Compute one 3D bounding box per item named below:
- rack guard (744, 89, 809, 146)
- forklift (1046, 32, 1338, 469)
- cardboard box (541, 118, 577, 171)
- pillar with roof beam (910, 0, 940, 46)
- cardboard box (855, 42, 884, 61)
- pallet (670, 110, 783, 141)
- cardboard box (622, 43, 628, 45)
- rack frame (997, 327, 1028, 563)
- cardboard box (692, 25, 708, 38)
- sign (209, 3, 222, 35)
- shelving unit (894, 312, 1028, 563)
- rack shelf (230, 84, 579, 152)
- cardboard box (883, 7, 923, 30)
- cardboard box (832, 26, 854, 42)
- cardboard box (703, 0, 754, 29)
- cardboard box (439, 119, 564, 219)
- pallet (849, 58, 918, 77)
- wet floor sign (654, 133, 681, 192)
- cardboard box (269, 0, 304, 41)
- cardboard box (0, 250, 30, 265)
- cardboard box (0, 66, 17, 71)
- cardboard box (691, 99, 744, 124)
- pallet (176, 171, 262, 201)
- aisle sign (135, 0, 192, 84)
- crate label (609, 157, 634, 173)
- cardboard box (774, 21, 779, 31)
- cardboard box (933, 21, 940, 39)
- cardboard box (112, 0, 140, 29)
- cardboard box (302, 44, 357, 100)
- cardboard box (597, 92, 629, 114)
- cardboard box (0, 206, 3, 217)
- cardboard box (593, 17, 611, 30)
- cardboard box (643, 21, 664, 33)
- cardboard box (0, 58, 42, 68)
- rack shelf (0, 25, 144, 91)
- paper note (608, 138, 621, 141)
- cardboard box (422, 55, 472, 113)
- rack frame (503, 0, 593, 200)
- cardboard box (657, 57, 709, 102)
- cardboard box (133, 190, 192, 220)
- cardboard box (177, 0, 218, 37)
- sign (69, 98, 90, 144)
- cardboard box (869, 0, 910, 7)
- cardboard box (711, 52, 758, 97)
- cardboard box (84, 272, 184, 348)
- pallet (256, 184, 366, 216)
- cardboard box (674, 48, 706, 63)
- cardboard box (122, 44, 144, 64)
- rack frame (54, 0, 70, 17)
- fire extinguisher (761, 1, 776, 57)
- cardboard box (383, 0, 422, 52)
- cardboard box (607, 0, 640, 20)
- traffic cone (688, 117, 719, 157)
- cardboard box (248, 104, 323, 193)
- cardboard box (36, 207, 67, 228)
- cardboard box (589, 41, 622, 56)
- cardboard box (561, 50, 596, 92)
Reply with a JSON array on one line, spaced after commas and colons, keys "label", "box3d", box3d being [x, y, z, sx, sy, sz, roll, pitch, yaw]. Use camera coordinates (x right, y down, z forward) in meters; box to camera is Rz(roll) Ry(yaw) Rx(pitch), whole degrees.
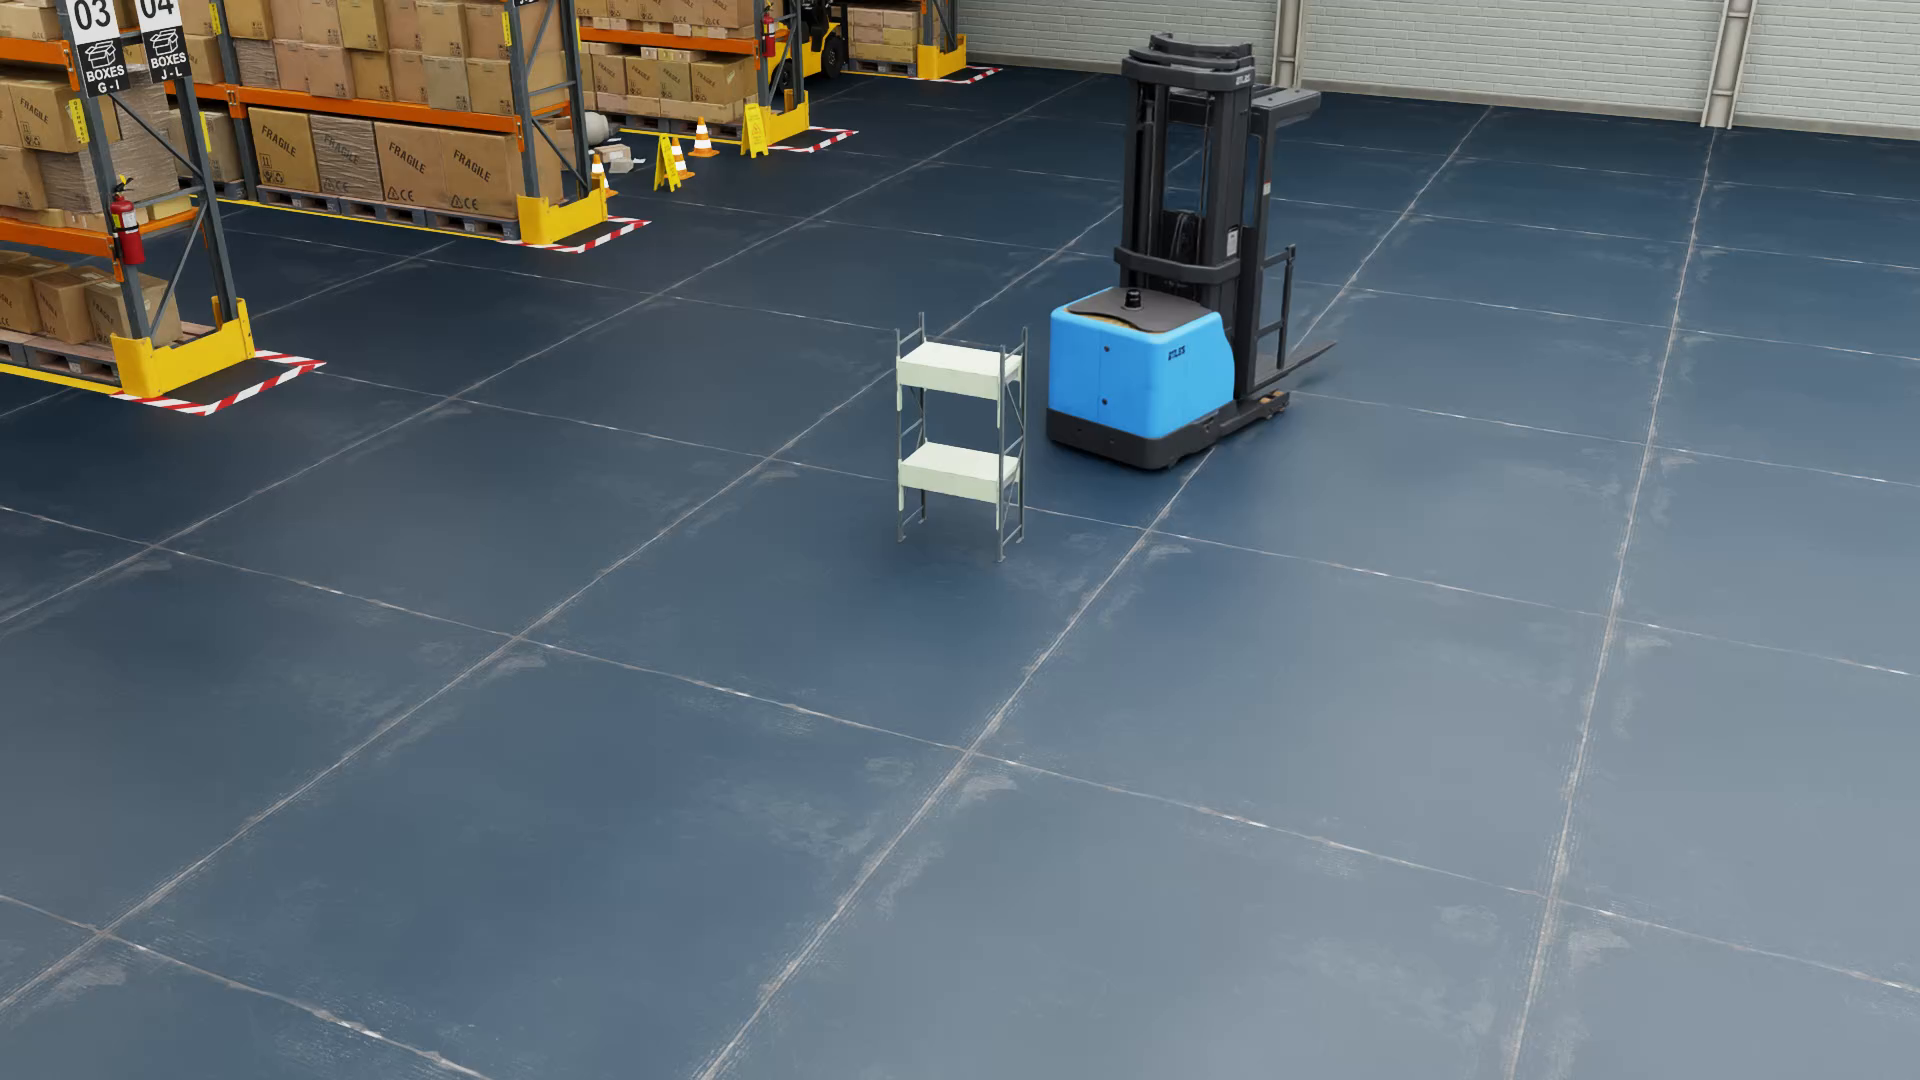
[{"label": "rack guard", "box3d": [-2.425, -5.624, 22.107, 0.348, 0.500, 1.175, 11, 28, 22]}, {"label": "forklift", "box3d": [1.993, -2.405, 12.817, 1.130, 2.935, 3.031, 21, 33, 36]}, {"label": "cardboard box", "box3d": [-5.003, -4.915, 20.663, 0.637, 0.503, 0.797, -7, 27, -14]}, {"label": "pillar with roof beam", "box3d": [-2.348, -10.178, 21.735, 0.400, 9.000, 9.100, 11, 28, 22]}, {"label": "cardboard box", "box3d": [-1.312, -7.736, 26.205, 0.500, 0.250, 0.500, 11, 28, 22]}, {"label": "pallet", "box3d": [-3.150, -5.657, 22.501, 1.213, 0.211, 1.003, 11, 28, 22]}, {"label": "cardboard box", "box3d": [-4.884, -6.662, 23.173, 0.500, 0.500, 0.500, 12, 29, 23]}, {"label": "rack frame", "box3d": [0.339, -0.605, 10.780, 0.023, 1.500, 0.400, 11, 28, 22]}, {"label": "cardboard box", "box3d": [-3.286, -6.658, 21.662, 0.250, 0.149, 0.380, 11, 28, 21]}, {"label": "sign", "box3d": [-8.170, -5.718, 18.247, 0.005, 0.325, 0.100, 11, 28, 22]}, {"label": "shelving unit", "box3d": [0.006, -0.672, 10.916, 0.755, 1.500, 0.431, 11, 28, 22]}, {"label": "rack shelf", "box3d": [-6.134, -4.766, 18.348, 4.000, 0.370, 1.077, 11, 28, 22]}, {"label": "cardboard box", "box3d": [-0.853, -8.090, 25.792, 0.500, 0.250, 0.500, 12, 29, 24]}, {"label": "cardboard box", "box3d": [-1.808, -8.052, 26.281, 0.500, 0.250, 0.500, 11, 28, 21]}, {"label": "cardboard box", "box3d": [-2.964, -6.898, 21.415, 0.500, 0.500, 0.500, 11, 28, 21]}, {"label": "cardboard box", "box3d": [-4.958, -4.055, 18.021, 0.875, 0.875, 0.875, 12, 28, 22]}, {"label": "pallet", "box3d": [-1.018, -7.600, 26.447, 1.213, 0.211, 1.003, 11, 28, 22]}, {"label": "wet floor sign", "box3d": [-3.467, -4.457, 19.573, 0.232, 0.644, 0.267, 6, 27, 13]}, {"label": "cardboard box", "box3d": [-7.084, -5.871, 18.386, 0.550, 0.550, 0.875, 11, 28, 22]}, {"label": "cardboard box", "box3d": [-8.630, -2.272, 14.824, 0.500, 0.500, 0.500, 9, 28, 17]}, {"label": "cardboard box", "box3d": [-7.973, -3.556, 13.496, 0.500, 0.500, 0.500, 11, 28, 22]}, {"label": "cardboard box", "box3d": [-3.225, -5.730, 22.131, 0.500, 0.250, 0.500, 11, 28, 22]}, {"label": "pallet", "box3d": [-8.688, -4.314, 19.773, 1.213, 0.211, 1.003, 11, 28, 22]}, {"label": "aisle sign", "box3d": [-6.278, -4.022, 13.081, 0.004, 0.787, 0.394, 11, 28, 22]}, {"label": "crate label", "box3d": [-4.173, -4.617, 20.474, 0.298, 0.136, 0.250, -2, 26, -5]}, {"label": "cardboard box", "box3d": [-2.580, -6.764, 21.877, 0.250, 0.149, 0.380, 11, 28, 22]}, {"label": "cardboard box", "box3d": [-0.647, -8.077, 26.330, 0.500, 0.250, 0.500, 12, 29, 23]}, {"label": "cardboard box", "box3d": [-6.790, -4.217, 13.194, 0.500, 0.250, 0.500, 12, 29, 23]}, {"label": "cardboard box", "box3d": [-6.661, -5.221, 18.289, 0.550, 0.550, 0.875, 11, 28, 22]}, {"label": "cardboard box", "box3d": [-4.597, -6.012, 22.703, 0.500, 0.250, 0.500, 11, 28, 21]}, {"label": "cardboard box", "box3d": [-7.948, -2.825, 13.877, 0.250, 0.149, 0.380, 11, 28, 22]}, {"label": "cardboard box", "box3d": [-4.683, -6.926, 22.206, 0.250, 0.149, 0.380, 12, 28, 22]}, {"label": "cardboard box", "box3d": [-3.978, -6.807, 21.964, 0.250, 0.149, 0.380, 11, 28, 21]}, {"label": "cardboard box", "box3d": [-7.754, -3.769, 13.927, 0.500, 0.500, 0.500, 11, 28, 22]}, {"label": "rack shelf", "box3d": [-8.279, -4.135, 13.672, 4.000, 0.370, 1.077, 11, 28, 22]}, {"label": "paper note", "box3d": [-4.565, -5.293, 21.965, 0.148, 0.019, 0.142, 2, 26, 4]}, {"label": "cardboard box", "box3d": [-5.179, -4.931, 17.701, 0.550, 0.550, 0.875, 11, 28, 22]}, {"label": "rack frame", "box3d": [-4.313, -4.723, 17.446, 0.127, 3.000, 1.000, 11, 28, 22]}, {"label": "cardboard box", "box3d": [-3.670, -6.158, 22.151, 0.500, 0.500, 0.500, 12, 29, 24]}, {"label": "cardboard box", "box3d": [-6.619, -2.782, 13.789, 0.250, 0.149, 0.380, 11, 28, 22]}, {"label": "cardboard box", "box3d": [-8.409, -6.036, 18.869, 0.500, 0.500, 0.700, 11, 28, 21]}, {"label": "sign", "box3d": [-6.706, -3.189, 12.662, 0.005, 0.325, 0.100, 11, 28, 22]}, {"label": "cardboard box", "box3d": [-1.120, -8.385, 26.391, 0.500, 0.250, 0.500, 11, 28, 22]}, {"label": "cardboard box", "box3d": [-2.998, -6.286, 22.409, 0.500, 0.500, 0.500, 10, 28, 20]}, {"label": "cardboard box", "box3d": [-7.020, -1.935, 14.138, 0.500, 0.500, 0.500, 17, 31, 31]}, {"label": "pallet", "box3d": [-7.295, -4.033, 19.202, 1.213, 0.211, 1.003, 11, 28, 22]}, {"label": "cardboard box", "box3d": [-3.555, -6.396, 21.898, 0.250, 0.149, 0.380, 12, 29, 23]}, {"label": "cardboard box", "box3d": [-9.460, -5.672, 19.261, 0.500, 0.500, 0.500, 12, 29, 22]}, {"label": "rack frame", "box3d": [-6.458, -5.438, 12.108, 0.127, 3.000, 1.000, 11, 28, 22]}, {"label": "fire extinguisher", "box3d": [-2.443, -6.491, 21.125, 0.183, 0.674, 0.296, 11, 28, 22]}, {"label": "cardboard box", "box3d": [-5.627, -5.578, 17.792, 0.550, 0.550, 0.875, 11, 28, 22]}, {"label": "cardboard box", "box3d": [-4.326, -7.185, 21.997, 0.500, 0.500, 0.500, 12, 29, 22]}, {"label": "traffic cone", "box3d": [-3.282, -5.153, 21.193, 0.334, 0.463, 0.336, 11, 28, 22]}, {"label": "cardboard box", "box3d": [-7.411, -4.546, 19.018, 0.875, 0.875, 0.875, 12, 29, 23]}, {"label": "cardboard box", "box3d": [-7.279, -2.674, 13.570, 0.250, 0.149, 0.380, 11, 28, 22]}, {"label": "cardboard box", "box3d": [-4.768, -6.640, 22.396, 0.250, 0.149, 0.380, 13, 29, 25]}, {"label": "cardboard box", "box3d": [-5.080, -6.445, 22.732, 0.500, 0.500, 0.500, 13, 29, 24]}]
